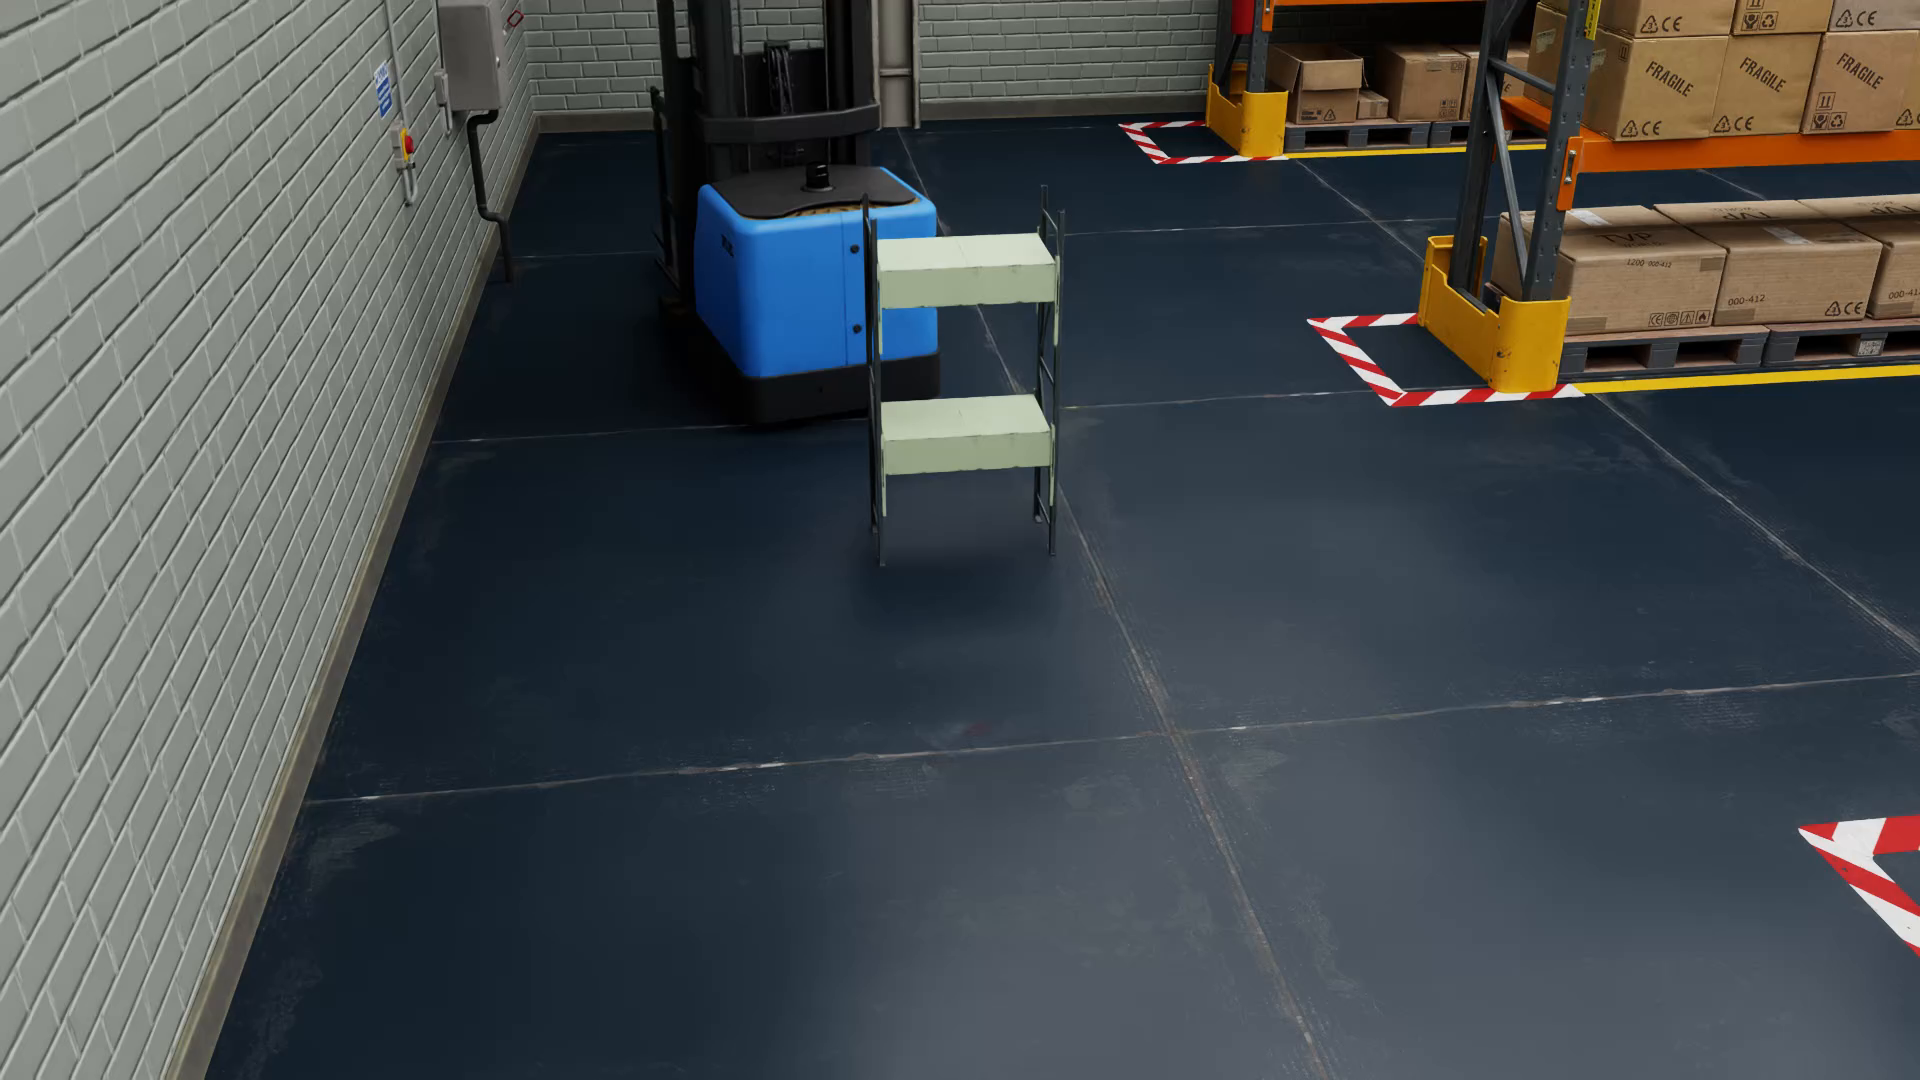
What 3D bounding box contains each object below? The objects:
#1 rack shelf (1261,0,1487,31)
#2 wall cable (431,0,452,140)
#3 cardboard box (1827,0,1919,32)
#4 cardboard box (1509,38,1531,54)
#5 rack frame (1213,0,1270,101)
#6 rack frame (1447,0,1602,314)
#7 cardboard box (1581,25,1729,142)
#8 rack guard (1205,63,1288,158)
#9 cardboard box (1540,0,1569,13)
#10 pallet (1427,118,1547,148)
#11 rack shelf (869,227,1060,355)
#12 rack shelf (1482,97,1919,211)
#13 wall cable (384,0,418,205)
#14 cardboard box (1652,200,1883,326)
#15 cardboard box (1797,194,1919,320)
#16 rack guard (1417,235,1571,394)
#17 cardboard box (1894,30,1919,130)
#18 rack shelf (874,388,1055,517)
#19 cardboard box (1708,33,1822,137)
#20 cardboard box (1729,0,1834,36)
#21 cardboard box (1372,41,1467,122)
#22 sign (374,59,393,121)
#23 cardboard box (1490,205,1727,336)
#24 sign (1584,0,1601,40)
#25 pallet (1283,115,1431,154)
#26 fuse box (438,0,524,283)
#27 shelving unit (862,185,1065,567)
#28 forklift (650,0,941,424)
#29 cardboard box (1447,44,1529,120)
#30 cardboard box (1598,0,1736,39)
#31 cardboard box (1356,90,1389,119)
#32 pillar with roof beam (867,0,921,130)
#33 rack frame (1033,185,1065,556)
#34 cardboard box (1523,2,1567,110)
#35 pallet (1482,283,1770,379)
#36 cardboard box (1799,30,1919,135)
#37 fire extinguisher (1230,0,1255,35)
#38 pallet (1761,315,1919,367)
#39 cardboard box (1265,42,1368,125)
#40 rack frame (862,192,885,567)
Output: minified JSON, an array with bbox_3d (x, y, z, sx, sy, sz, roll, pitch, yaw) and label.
[{"bbox_3d":[4.227,-4.429,13.384,4.000,0.370,1.077,-4,27,-7],"label":"rack shelf"},{"bbox_3d":[-2.848,-3.101,8.896,0.122,1.984,0.588,-4,27,-7],"label":"wall cable"},{"bbox_3d":[4.476,-2.842,8.297,0.500,0.500,0.500,-4,27,-8],"label":"cardboard box"},{"bbox_3d":[4.745,-3.795,13.639,0.500,0.500,0.700,-5,28,-9],"label":"cardboard box"},{"bbox_3d":[2.246,-4.622,12.972,0.127,3.000,1.000,-4,27,-7],"label":"rack frame"},{"bbox_3d":[2.942,-2.378,8.599,0.127,3.000,1.000,-4,27,-7],"label":"rack frame"},{"bbox_3d":[3.457,-2.323,8.383,0.500,0.500,0.500,-4,27,-8],"label":"cardboard box"},{"bbox_3d":[2.322,-3.515,13.552,0.348,0.500,1.175,-4,27,-7],"label":"rack guard"},{"bbox_3d":[3.386,-3.006,8.618,0.500,0.500,0.500,-3,27,-5],"label":"cardboard box"},{"bbox_3d":[4.316,-3.513,13.866,1.213,0.211,1.003,-4,27,-7],"label":"pallet"},{"bbox_3d":[0.007,-1.015,6.730,0.720,0.370,0.431,-4,27,-7],"label":"rack shelf"},{"bbox_3d":[4.922,-2.185,9.011,4.000,0.370,1.077,-4,27,-7],"label":"rack shelf"},{"bbox_3d":[-2.639,-2.475,7.640,0.123,1.953,0.585,-4,27,-7],"label":"wall cable"},{"bbox_3d":[4.486,-1.574,9.379,0.875,0.438,0.875,-3,27,-6],"label":"cardboard box"},{"bbox_3d":[5.380,-1.631,9.489,0.875,0.438,0.875,-4,27,-9],"label":"cardboard box"},{"bbox_3d":[2.918,-1.265,9.167,0.348,0.500,1.175,-4,27,-7],"label":"rack guard"},{"bbox_3d":[4.954,-2.432,8.594,0.500,0.500,0.500,-3,27,-5],"label":"cardboard box"},{"bbox_3d":[0.007,-0.378,7.057,0.720,0.370,0.431,-4,27,-7],"label":"rack shelf"},{"bbox_3d":[3.954,-2.368,8.470,0.500,0.500,0.500,-4,27,-8],"label":"cardboard box"},{"bbox_3d":[3.967,-2.805,8.227,0.500,0.500,0.500,-4,27,-9],"label":"cardboard box"},{"bbox_3d":[3.717,-3.729,13.511,0.500,0.500,0.700,-3,27,-5],"label":"cardboard box"},{"bbox_3d":[-2.693,-2.103,7.768,0.001,0.218,0.327,-4,27,-7],"label":"sign"},{"bbox_3d":[3.581,-1.512,9.258,0.875,0.438,0.875,-5,28,-9],"label":"cardboard box"},{"bbox_3d":[3.013,-2.547,7.894,0.005,0.325,0.100,-4,27,-7],"label":"sign"},{"bbox_3d":[3.111,-3.437,13.718,1.213,0.211,1.003,-4,27,-7],"label":"pallet"},{"bbox_3d":[-2.787,-2.395,10.043,0.414,1.711,0.539,-4,27,-7],"label":"fuse box"},{"bbox_3d":[0.007,-0.668,6.908,0.755,1.500,0.431,-4,27,-7],"label":"shelving unit"},{"bbox_3d":[-1.109,-2.530,8.970,1.130,2.935,3.031,-10,29,-19],"label":"forklift"},{"bbox_3d":[4.255,-3.718,13.488,0.500,0.500,0.500,-3,27,-6],"label":"cardboard box"},{"bbox_3d":[3.457,-2.769,8.157,0.500,0.500,0.500,-4,27,-8],"label":"cardboard box"},{"bbox_3d":[3.291,-3.546,13.538,0.250,0.149,0.380,-5,28,-9],"label":"cardboard box"},{"bbox_3d":[0.051,-5.581,8.269,0.400,9.000,9.100,-4,27,-7],"label":"pillar with roof beam"},{"bbox_3d":[0.369,-0.691,6.954,0.023,1.500,0.400,-4,27,-7],"label":"rack frame"},{"bbox_3d":[3.382,-2.573,8.869,0.500,0.500,0.500,-4,27,-7],"label":"cardboard box"},{"bbox_3d":[3.723,-1.224,9.404,1.213,0.211,1.003,-4,27,-7],"label":"pallet"},{"bbox_3d":[4.460,-2.392,8.517,0.500,0.500,0.500,-4,27,-7],"label":"cardboard box"},{"bbox_3d":[2.165,-4.203,12.649,0.183,0.674,0.296,-4,27,-7],"label":"fire extinguisher"},{"bbox_3d":[4.928,-1.300,9.552,1.213,0.211,1.003,-4,27,-7],"label":"pallet"},{"bbox_3d":[2.865,-3.694,13.438,0.637,0.503,0.797,-5,28,-9],"label":"cardboard box"},{"bbox_3d":[-0.356,-0.644,6.863,0.023,1.500,0.400,-4,27,-7],"label":"rack frame"}]
